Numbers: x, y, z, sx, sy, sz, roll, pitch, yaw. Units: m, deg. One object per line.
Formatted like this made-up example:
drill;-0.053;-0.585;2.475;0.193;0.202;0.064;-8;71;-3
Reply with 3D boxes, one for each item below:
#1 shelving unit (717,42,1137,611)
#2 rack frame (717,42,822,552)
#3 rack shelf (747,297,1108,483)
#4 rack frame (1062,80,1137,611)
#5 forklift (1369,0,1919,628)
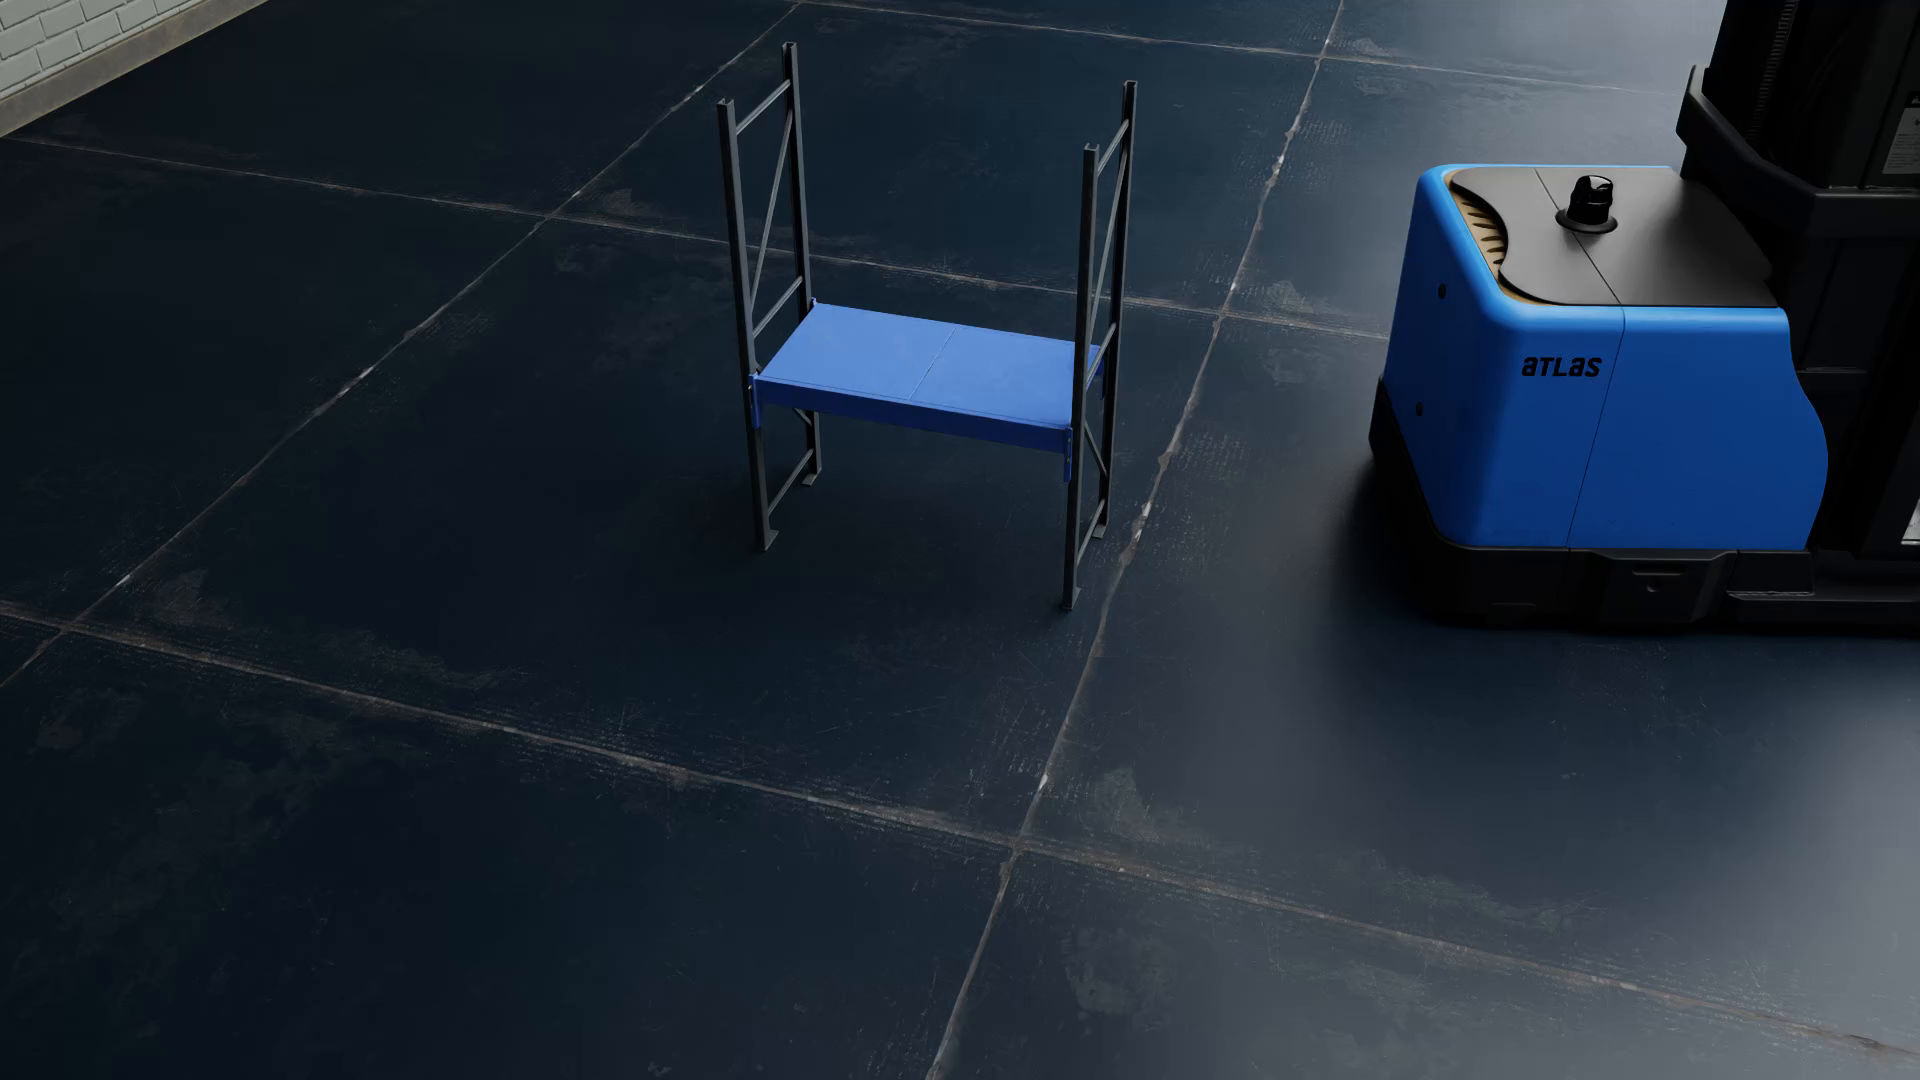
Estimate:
shelving unit;-0.081;-0.619;4.989;1.048;1.500;0.538;10;38;14
rack frame;-0.567;-0.709;5.111;0.032;1.500;0.500;10;38;14
rack shelf;-0.081;-0.474;5.096;1.000;0.185;0.538;10;38;14
rack frame;0.404;-0.529;4.867;0.032;1.500;0.500;10;38;14
forklift;2.922;-1.198;4.568;3.031;2.935;1.130;1;36;1
